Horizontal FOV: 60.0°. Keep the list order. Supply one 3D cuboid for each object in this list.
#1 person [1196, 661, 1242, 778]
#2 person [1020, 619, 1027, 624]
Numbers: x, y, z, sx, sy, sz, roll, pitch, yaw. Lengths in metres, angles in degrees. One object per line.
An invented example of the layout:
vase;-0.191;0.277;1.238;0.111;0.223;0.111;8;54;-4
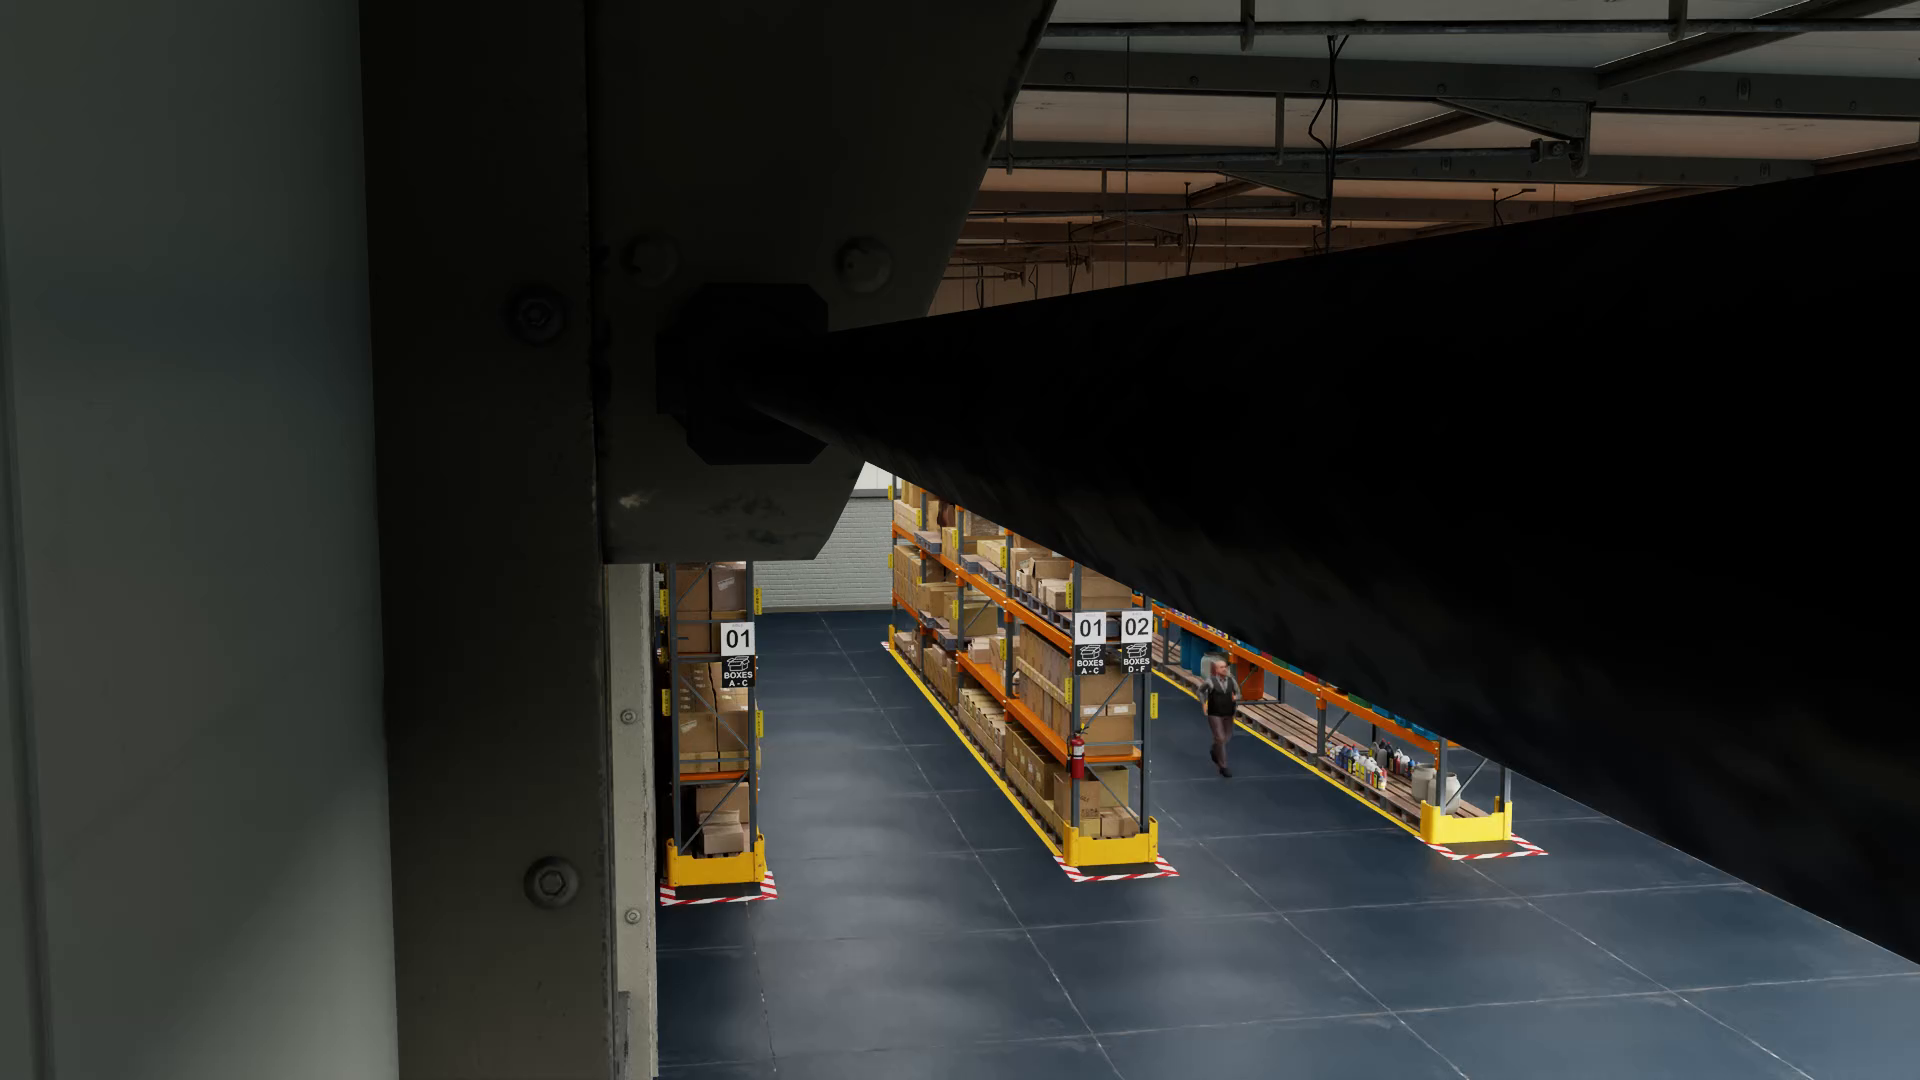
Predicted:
person;3.998;2.698;25.482;0.654;1.709;0.968;-2;6;-18
person;1.455;1.809;34.611;0.516;1.593;0.860;-2;7;-19
